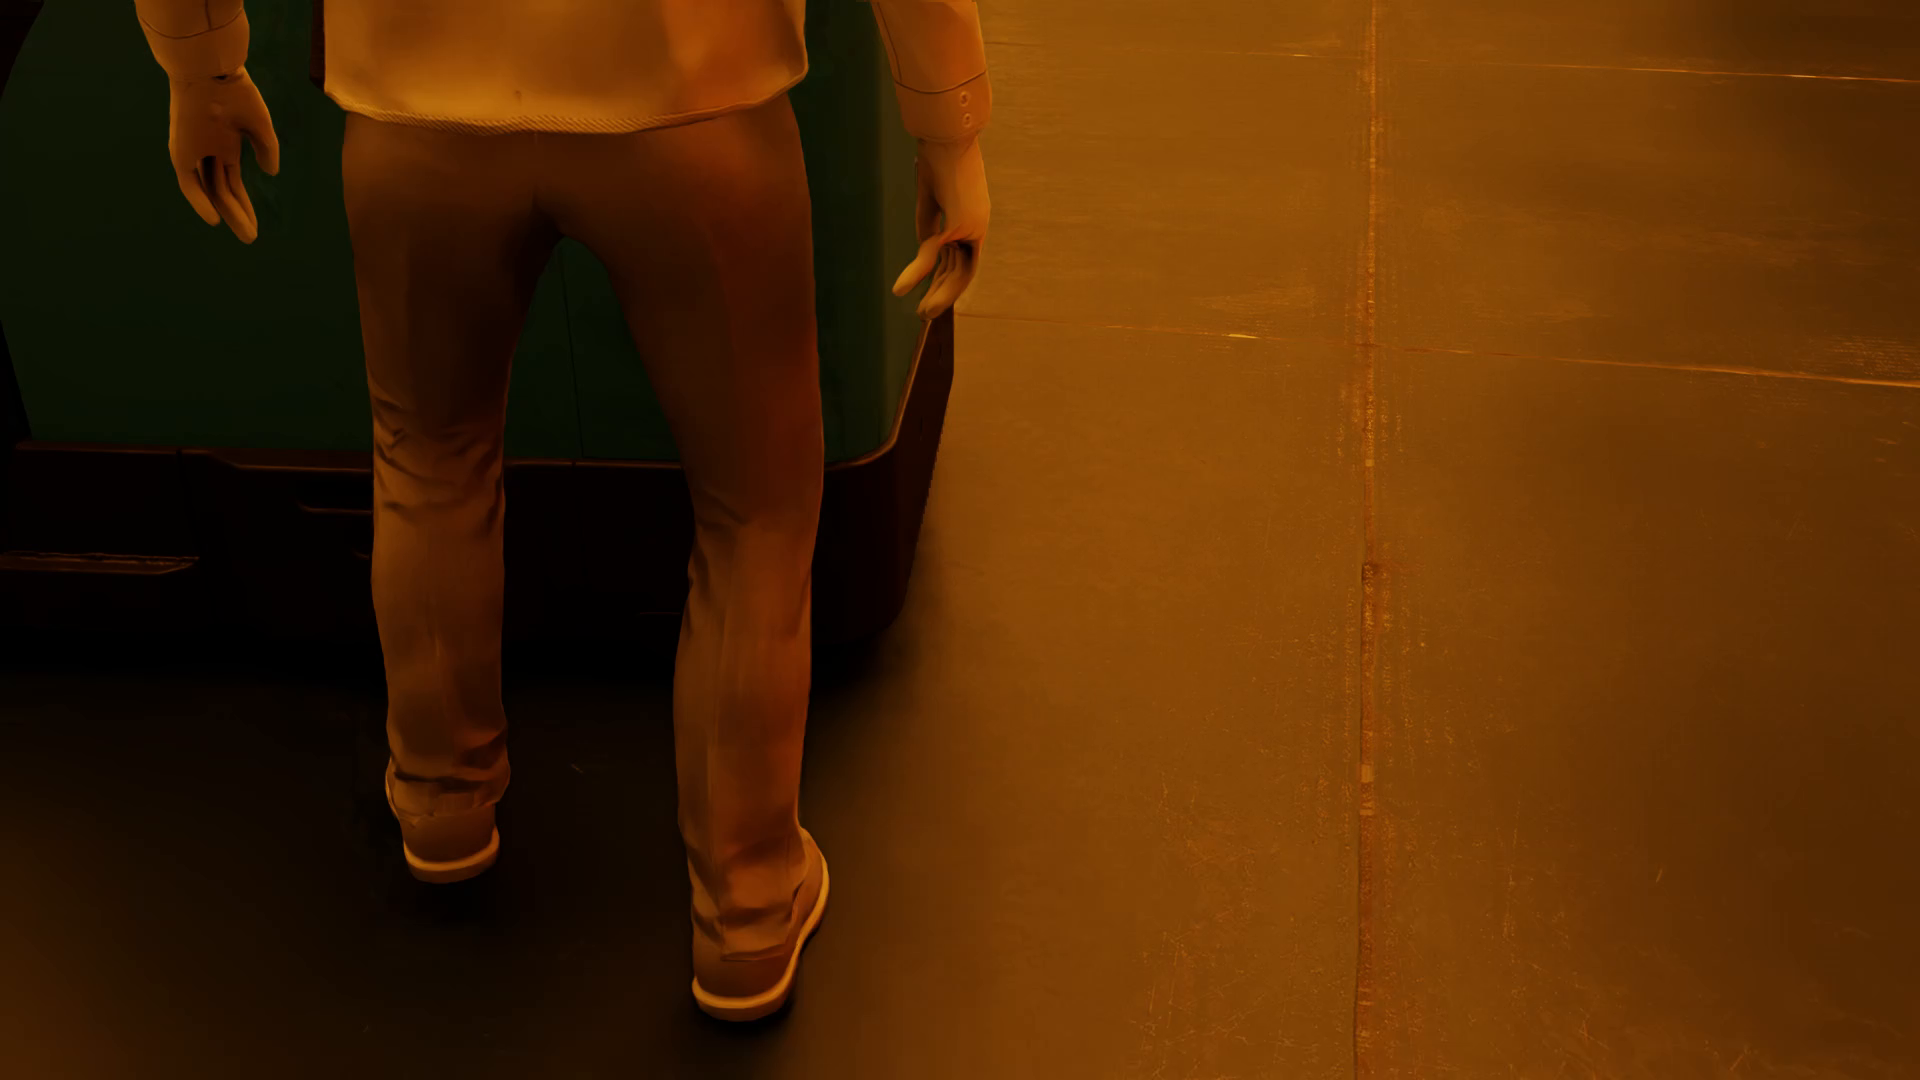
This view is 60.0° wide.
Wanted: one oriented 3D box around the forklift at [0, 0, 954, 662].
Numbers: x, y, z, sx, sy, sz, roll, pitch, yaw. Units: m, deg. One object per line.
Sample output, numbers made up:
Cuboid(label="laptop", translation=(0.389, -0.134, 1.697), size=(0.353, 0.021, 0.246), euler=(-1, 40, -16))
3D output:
Cuboid(label="forklift", translation=(-1.555, -1.397, 2.015), size=(3.031, 2.935, 1.130), euler=(2, 27, 4))

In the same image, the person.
Cuboid(label="person", translation=(-0.319, -0.357, 1.392), size=(0.693, 1.640, 0.436), euler=(1, 27, 2))
